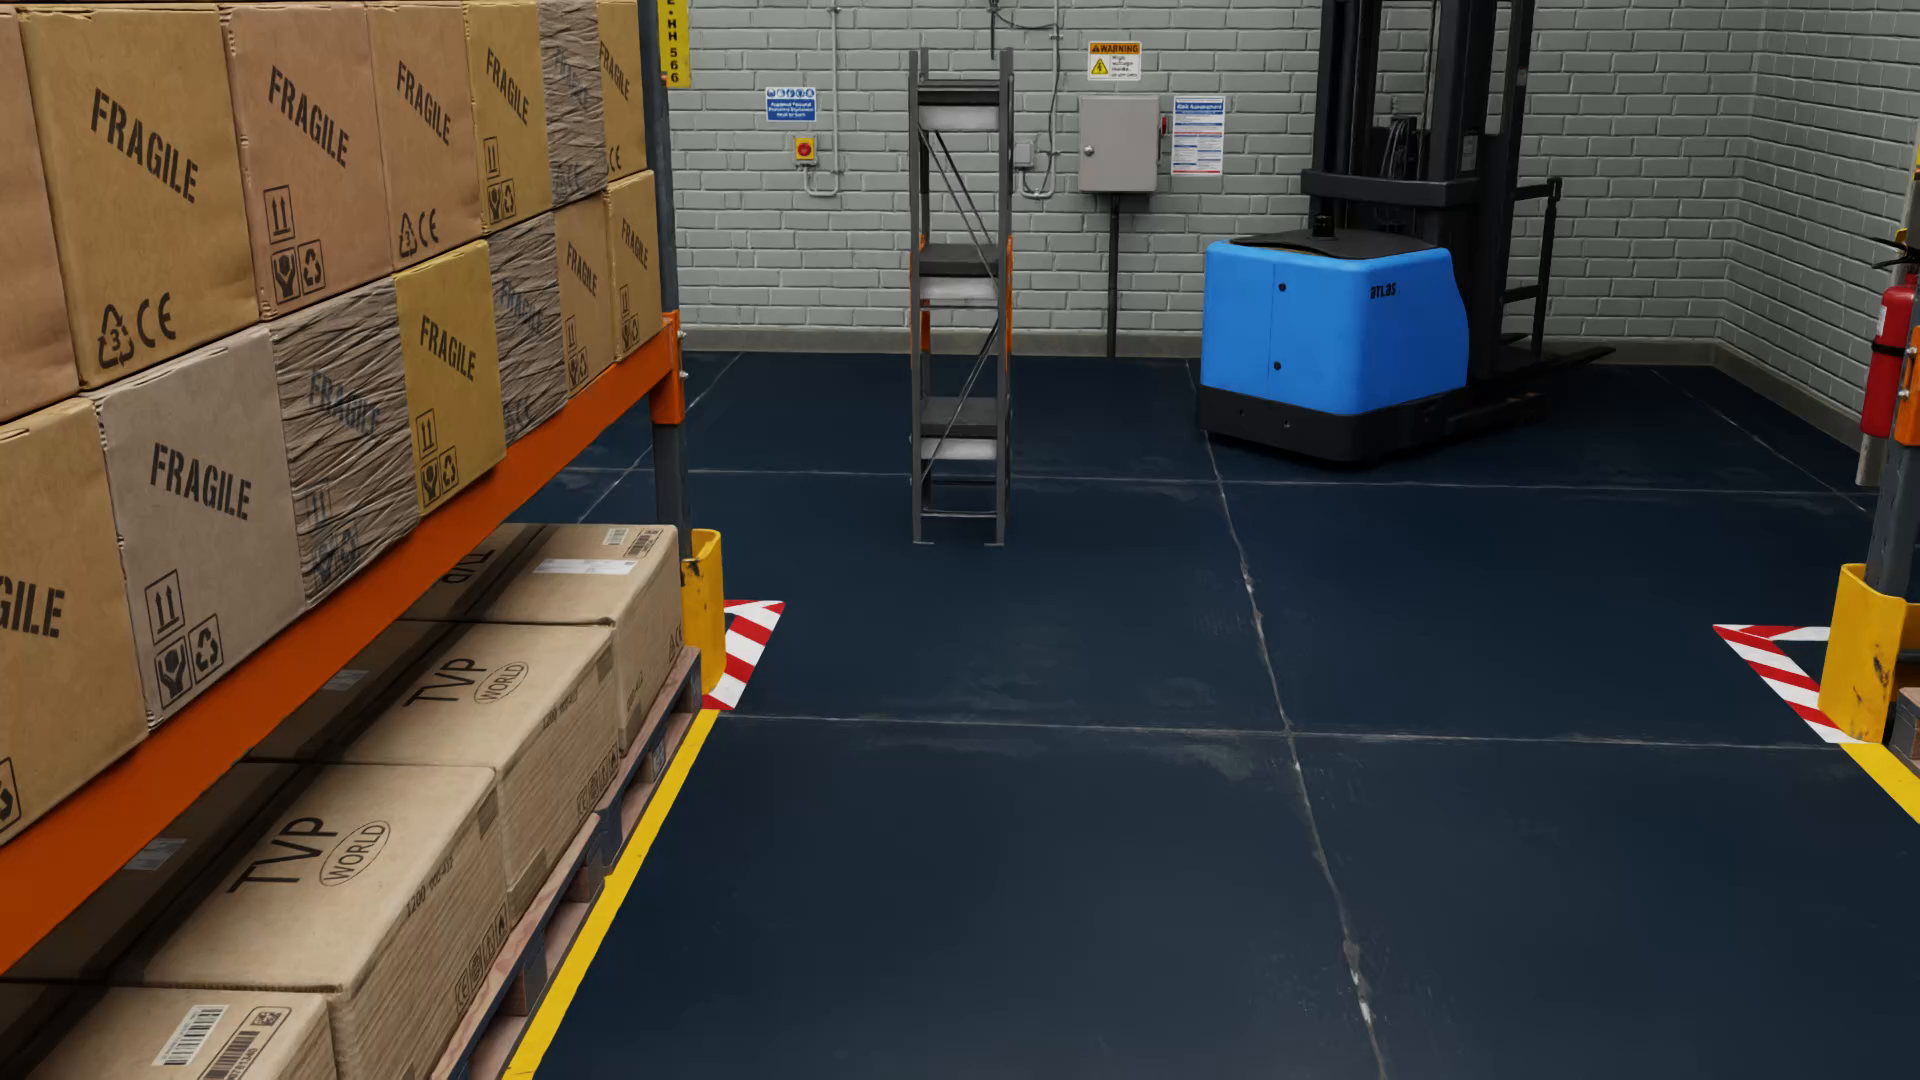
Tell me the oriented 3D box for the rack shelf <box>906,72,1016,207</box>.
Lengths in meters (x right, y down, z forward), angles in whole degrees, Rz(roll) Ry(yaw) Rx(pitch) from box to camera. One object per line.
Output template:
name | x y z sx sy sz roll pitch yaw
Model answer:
rack shelf | 0.012 -1.701 7.039 0.431 0.518 0.480 1 18 4

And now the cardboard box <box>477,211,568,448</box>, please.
cardboard box | -1.288 -0.516 4.021 0.500 0.500 0.500 2 18 6

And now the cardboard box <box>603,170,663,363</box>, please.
cardboard box | -1.210 -0.832 4.984 0.500 0.500 0.500 1 18 4

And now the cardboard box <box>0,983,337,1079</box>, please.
cardboard box | -1.574 1.128 2.604 0.875 0.438 0.875 1 18 3

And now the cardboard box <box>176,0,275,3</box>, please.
cardboard box | -1.339 -0.939 2.663 0.380 0.149 0.250 1 18 2

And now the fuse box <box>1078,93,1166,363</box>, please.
fuse box | 1.026 -1.987 10.740 0.539 1.711 0.414 1 18 4

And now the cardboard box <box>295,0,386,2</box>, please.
cardboard box | -1.317 -1.093 3.135 0.380 0.149 0.250 1 18 4

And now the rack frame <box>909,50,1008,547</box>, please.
rack frame | -0.006 -0.973 7.022 0.400 2.100 0.015 1 18 4

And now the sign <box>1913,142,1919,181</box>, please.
sign | 2.970 -1.254 5.042 0.100 0.325 0.005 1 18 4

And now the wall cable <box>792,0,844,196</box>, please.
wall cable | -1.059 -3.189 10.658 0.585 1.953 0.123 1 18 4

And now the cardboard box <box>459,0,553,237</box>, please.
cardboard box | -1.283 -0.991 3.864 0.500 0.500 0.500 1 18 4

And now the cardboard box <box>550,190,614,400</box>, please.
cardboard box | -1.261 -0.676 4.509 0.500 0.500 0.500 1 18 3

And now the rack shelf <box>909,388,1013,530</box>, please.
rack shelf | 0.012 -0.371 7.475 0.431 0.518 0.480 1 18 4

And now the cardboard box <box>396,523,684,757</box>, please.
cardboard box | -1.387 0.285 5.176 0.875 0.438 0.875 1 18 2

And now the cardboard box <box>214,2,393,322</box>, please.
cardboard box | -1.360 -0.678 2.910 0.500 0.500 0.500 2 18 5

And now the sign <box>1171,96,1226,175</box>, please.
sign | 1.534 -2.608 10.717 0.329 0.494 0.001 1 18 4

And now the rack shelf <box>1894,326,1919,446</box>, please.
rack shelf | 3.368 0.133 3.356 1.077 0.370 4.000 1 18 4

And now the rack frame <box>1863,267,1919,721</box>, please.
rack frame | 3.512 -0.830 5.140 1.000 3.000 0.127 1 18 4

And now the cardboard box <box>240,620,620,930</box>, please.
cardboard box | -1.444 0.570 4.308 0.875 0.438 0.875 2 18 5

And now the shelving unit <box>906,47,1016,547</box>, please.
shelving unit | 0.012 -1.049 7.253 0.431 2.100 0.503 1 18 4

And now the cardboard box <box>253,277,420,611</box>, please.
cardboard box | -1.349 -0.196 3.042 0.500 0.500 0.500 1 18 4

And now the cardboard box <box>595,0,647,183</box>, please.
cardboard box | -1.237 -1.308 4.830 0.500 0.500 0.500 2 18 6

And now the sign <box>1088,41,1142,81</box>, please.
sign | 0.986 -3.058 10.611 0.339 0.242 0.001 1 18 4

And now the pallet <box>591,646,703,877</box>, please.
pallet | -1.419 0.635 5.145 1.003 0.211 1.213 1 18 4

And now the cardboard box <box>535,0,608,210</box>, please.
cardboard box | -1.245 -1.145 4.333 0.500 0.500 0.500 1 18 4

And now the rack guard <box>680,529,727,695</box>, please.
rack guard | -1.438 0.240 5.886 1.175 0.500 0.348 1 18 4

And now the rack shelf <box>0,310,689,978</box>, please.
rack shelf | -1.583 0.023 3.691 1.077 0.370 4.000 1 18 4

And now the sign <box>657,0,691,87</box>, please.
sign | -0.899 -1.586 5.207 0.100 0.325 0.005 1 18 4

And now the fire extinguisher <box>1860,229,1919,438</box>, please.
fire extinguisher | 3.061 -0.672 5.381 0.296 0.674 0.183 1 18 4

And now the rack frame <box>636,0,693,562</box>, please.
rack frame | -1.439 -0.940 5.474 1.000 3.000 0.127 1 18 4

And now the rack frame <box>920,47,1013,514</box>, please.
rack frame | 0.029 -1.125 7.484 0.400 2.100 0.015 1 18 4

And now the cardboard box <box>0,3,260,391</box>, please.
cardboard box | -1.408 -0.520 2.425 0.500 0.500 0.500 1 18 3

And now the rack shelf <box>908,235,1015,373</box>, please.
rack shelf | 0.012 -1.036 7.257 0.431 0.518 0.480 1 18 4

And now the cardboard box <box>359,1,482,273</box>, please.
cardboard box | -1.321 -0.835 3.388 0.500 0.500 0.500 1 18 4

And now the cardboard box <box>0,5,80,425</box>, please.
cardboard box | -1.450 -0.363 1.947 0.500 0.500 0.500 1 18 4

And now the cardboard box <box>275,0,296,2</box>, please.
cardboard box | -1.403 -1.019 2.906 0.380 0.149 0.250 1 18 4

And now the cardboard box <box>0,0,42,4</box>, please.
cardboard box | -1.466 -0.781 2.182 0.380 0.149 0.250 1 18 3

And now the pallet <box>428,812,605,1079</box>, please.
pallet | -1.509 1.013 3.992 1.003 0.211 1.213 1 18 4

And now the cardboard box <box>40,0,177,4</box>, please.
cardboard box | -1.387 -0.857 2.413 0.380 0.149 0.250 1 18 4

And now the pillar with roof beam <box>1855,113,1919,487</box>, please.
pillar with roof beam | 0.310 -4.595 6.993 9.100 9.000 0.400 1 18 4

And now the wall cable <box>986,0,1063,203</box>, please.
wall cable | 0.357 -3.147 10.577 0.588 1.984 0.122 1 18 4

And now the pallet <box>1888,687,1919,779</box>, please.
pallet | 3.450 0.766 4.746 1.003 0.211 1.213 1 18 4

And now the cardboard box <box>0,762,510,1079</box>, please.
cardboard box | -1.511 0.850 3.453 0.875 0.438 0.875 1 18 2

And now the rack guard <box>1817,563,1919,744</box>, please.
rack guard | 3.506 0.381 5.457 1.175 0.500 0.348 1 18 4

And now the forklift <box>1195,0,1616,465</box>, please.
forklift | 2.727 -2.139 9.244 3.031 2.935 1.130 -15 24 -39

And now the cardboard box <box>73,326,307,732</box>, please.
cardboard box | -1.391 -0.041 2.571 0.500 0.500 0.500 1 18 4

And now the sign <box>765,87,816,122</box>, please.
sign | -1.102 -2.840 10.840 0.327 0.218 0.001 1 18 4

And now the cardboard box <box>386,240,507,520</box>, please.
cardboard box | -1.312 -0.356 3.530 0.500 0.500 0.500 2 18 6

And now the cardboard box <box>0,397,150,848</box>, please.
cardboard box | -1.431 0.115 2.094 0.500 0.500 0.500 2 18 6
